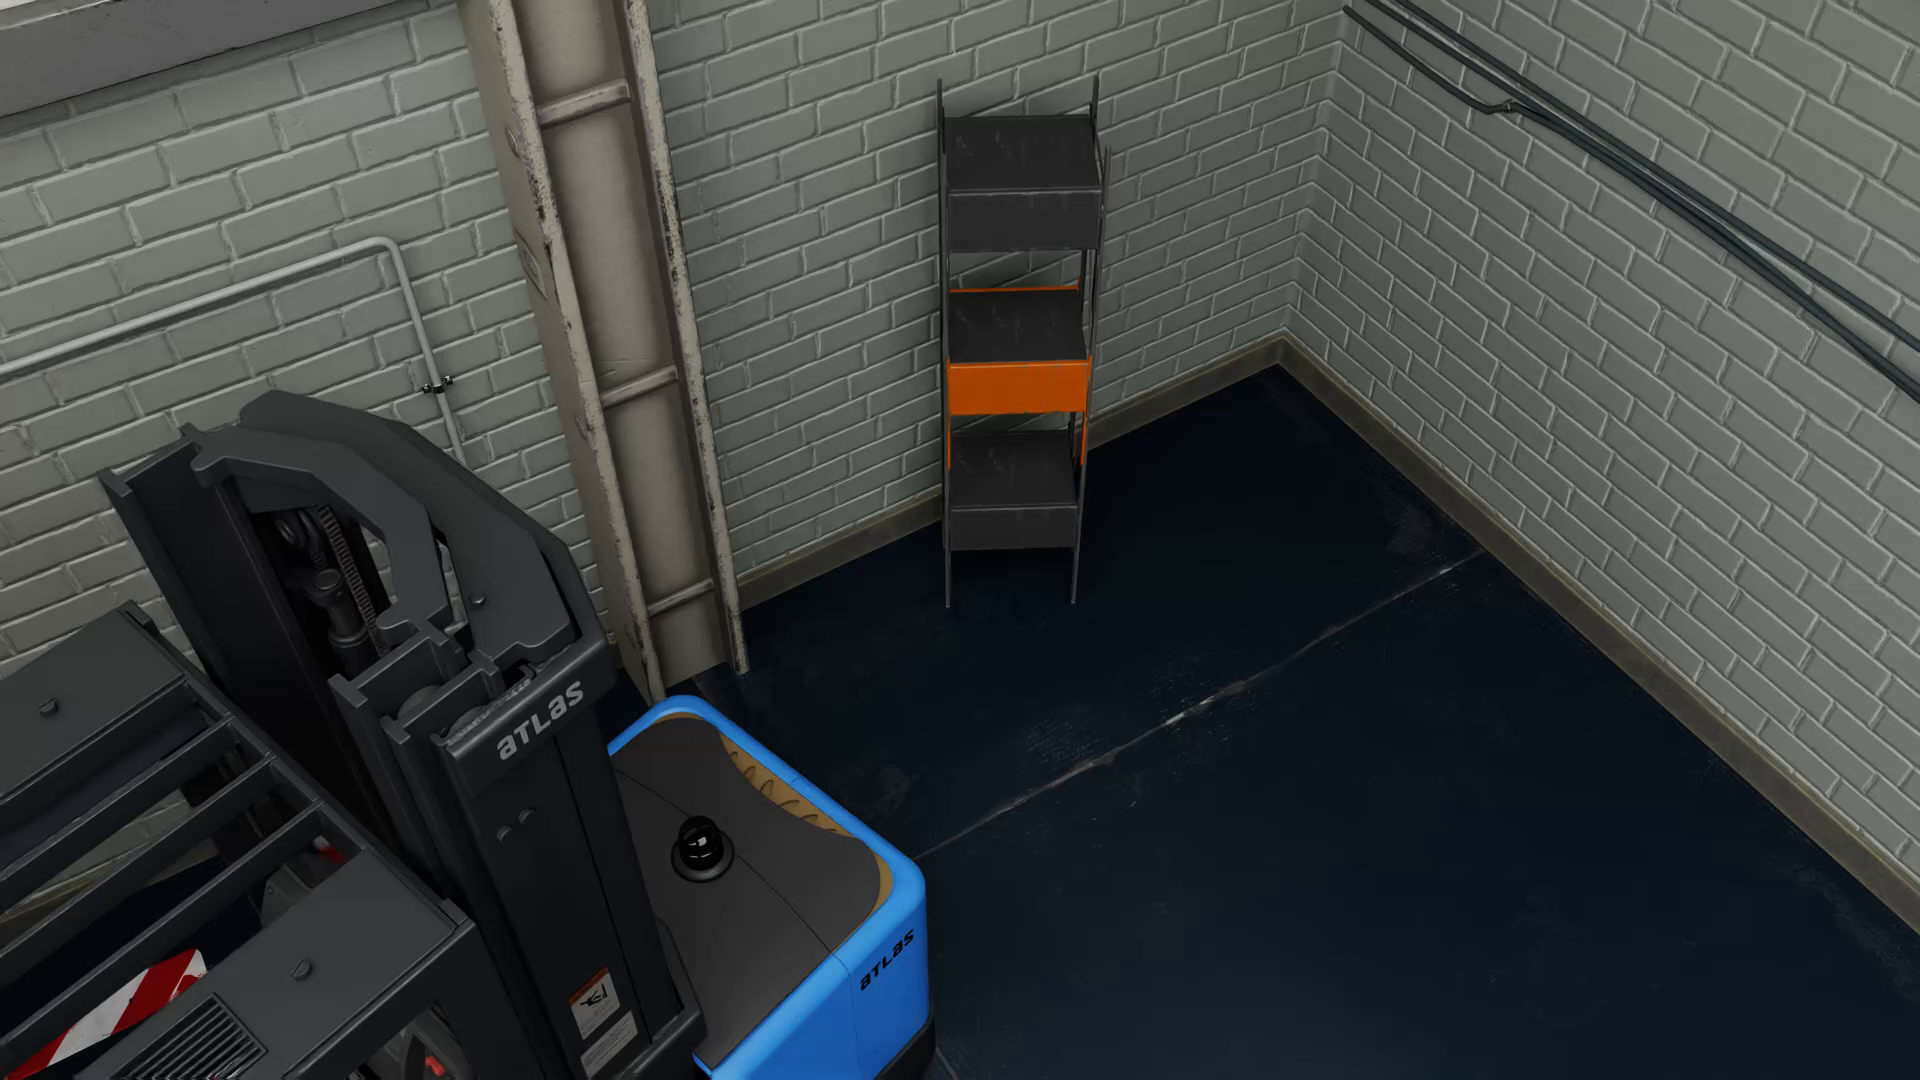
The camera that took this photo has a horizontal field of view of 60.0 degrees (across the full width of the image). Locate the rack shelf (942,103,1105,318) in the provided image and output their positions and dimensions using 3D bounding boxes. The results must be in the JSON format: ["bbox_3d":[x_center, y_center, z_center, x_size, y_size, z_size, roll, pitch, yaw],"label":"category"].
[{"bbox_3d":[0.188,-1.047,5.302,0.480,0.518,0.431,-2,48,-2],"label":"rack shelf"}]

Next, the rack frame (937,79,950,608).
[{"bbox_3d":[-0.056,-0.583,5.808,0.015,2.100,0.400,-2,48,-2],"label":"rack frame"}]

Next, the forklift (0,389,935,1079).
[{"bbox_3d":[-1.422,1.234,3.633,1.130,2.935,3.031,33,56,26],"label":"forklift"}]

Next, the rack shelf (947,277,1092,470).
[{"bbox_3d":[0.188,-0.581,5.825,0.480,0.518,0.431,-2,48,-2],"label":"rack shelf"}]

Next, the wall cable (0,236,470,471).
[{"bbox_3d":[-2.280,-0.351,4.319,1.851,1.984,0.084,-25,53,-21],"label":"wall cable"}]

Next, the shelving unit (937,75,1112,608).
[{"bbox_3d":[0.188,-0.590,5.815,0.503,2.100,0.431,-2,48,-2],"label":"shelving unit"}]

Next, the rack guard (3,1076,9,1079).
[{"bbox_3d":[-2.838,1.916,4.654,0.348,0.500,1.175,-25,53,-21],"label":"rack guard"}]

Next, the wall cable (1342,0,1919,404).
[{"bbox_3d":[2.116,-1.896,4.437,0.112,2.526,3.097,-25,53,-21],"label":"wall cable"}]

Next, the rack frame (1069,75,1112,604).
[{"bbox_3d":[0.432,-0.598,5.822,0.015,2.100,0.400,-2,48,-2],"label":"rack frame"}]

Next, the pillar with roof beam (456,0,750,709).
[{"bbox_3d":[1.260,0.196,0.495,0.400,9.000,9.100,-25,53,-21],"label":"pillar with roof beam"}]

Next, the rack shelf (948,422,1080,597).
[{"bbox_3d":[0.188,-0.116,6.348,0.480,0.518,0.431,-2,48,-2],"label":"rack shelf"}]
